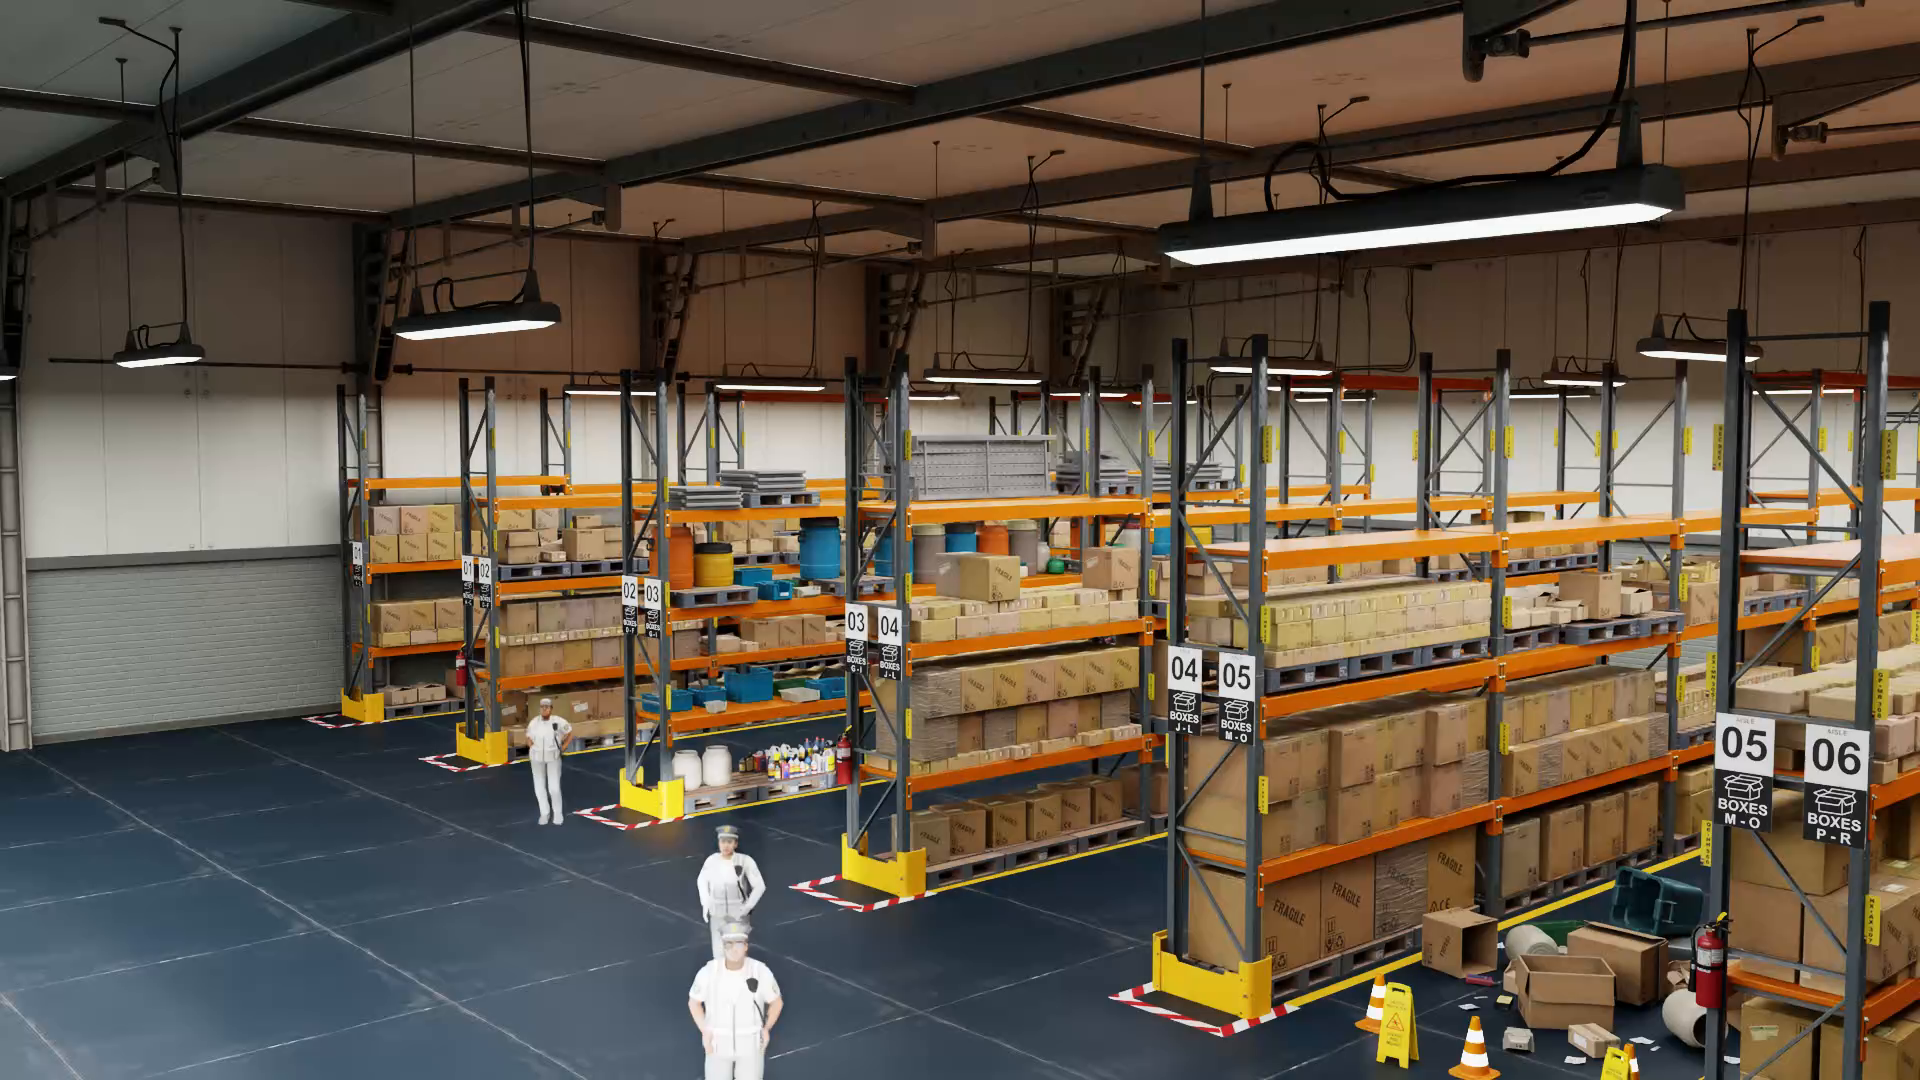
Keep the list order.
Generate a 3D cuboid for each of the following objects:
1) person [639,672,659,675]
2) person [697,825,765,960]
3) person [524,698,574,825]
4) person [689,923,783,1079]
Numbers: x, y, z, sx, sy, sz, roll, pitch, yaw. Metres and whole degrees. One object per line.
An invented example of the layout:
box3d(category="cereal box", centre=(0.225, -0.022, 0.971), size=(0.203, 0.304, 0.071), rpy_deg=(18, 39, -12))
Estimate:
box3d(category="person", centre=(-5.606, 2.364, 30.080), size=(0.881, 1.624, 0.615), rpy_deg=(-3, 5, -41))
box3d(category="person", centre=(-2.052, 3.360, 14.892), size=(0.632, 1.694, 0.819), rpy_deg=(0, 4, 0))
box3d(category="person", centre=(-5.417, 2.920, 21.816), size=(0.619, 1.685, 0.577), rpy_deg=(0, 4, -1))
box3d(category="person", centre=(-1.572, 3.528, 11.669), size=(0.661, 1.731, 0.627), rpy_deg=(0, 4, -7))
